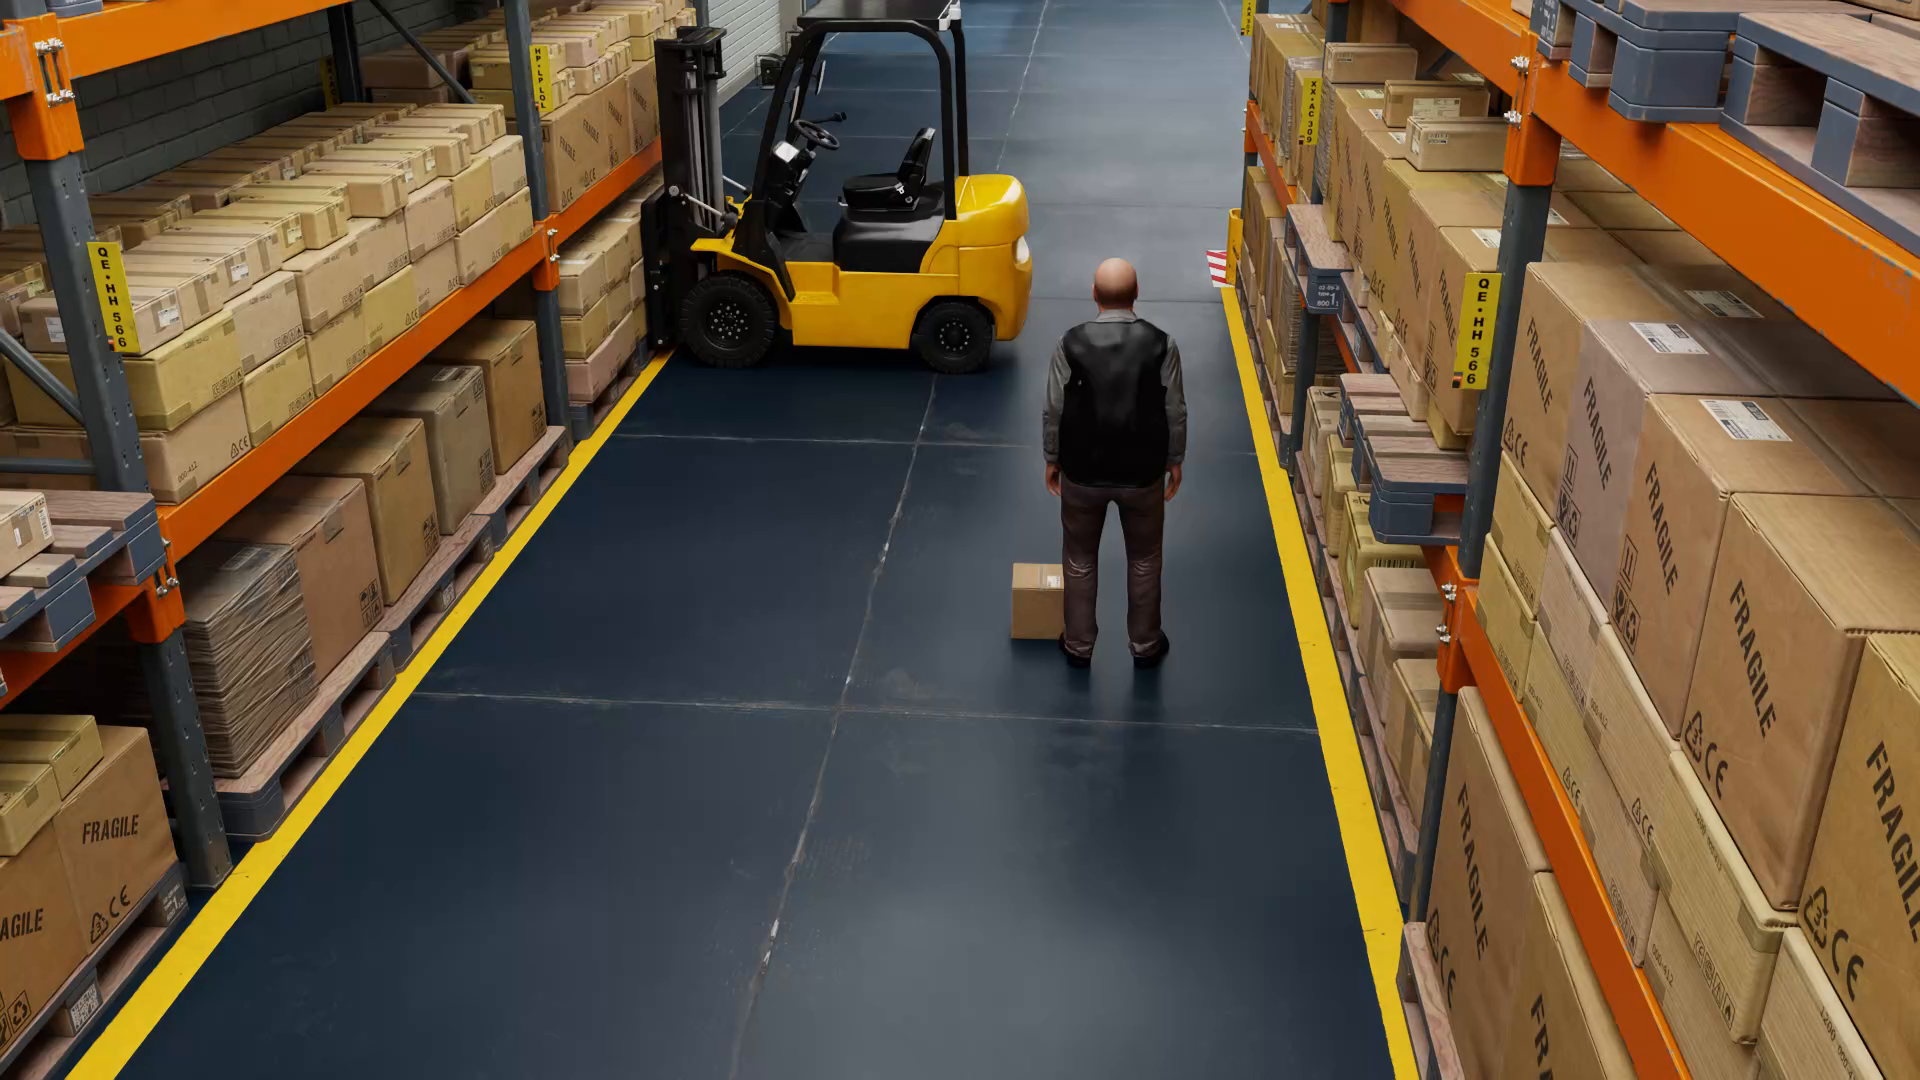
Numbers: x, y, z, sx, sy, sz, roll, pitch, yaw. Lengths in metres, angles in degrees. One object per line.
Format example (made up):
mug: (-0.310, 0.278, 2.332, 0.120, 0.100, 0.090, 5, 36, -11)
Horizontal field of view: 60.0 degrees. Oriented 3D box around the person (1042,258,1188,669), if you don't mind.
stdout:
person: (0.620, -0.277, 6.745, 0.579, 1.720, 0.420, 2, 24, 4)
